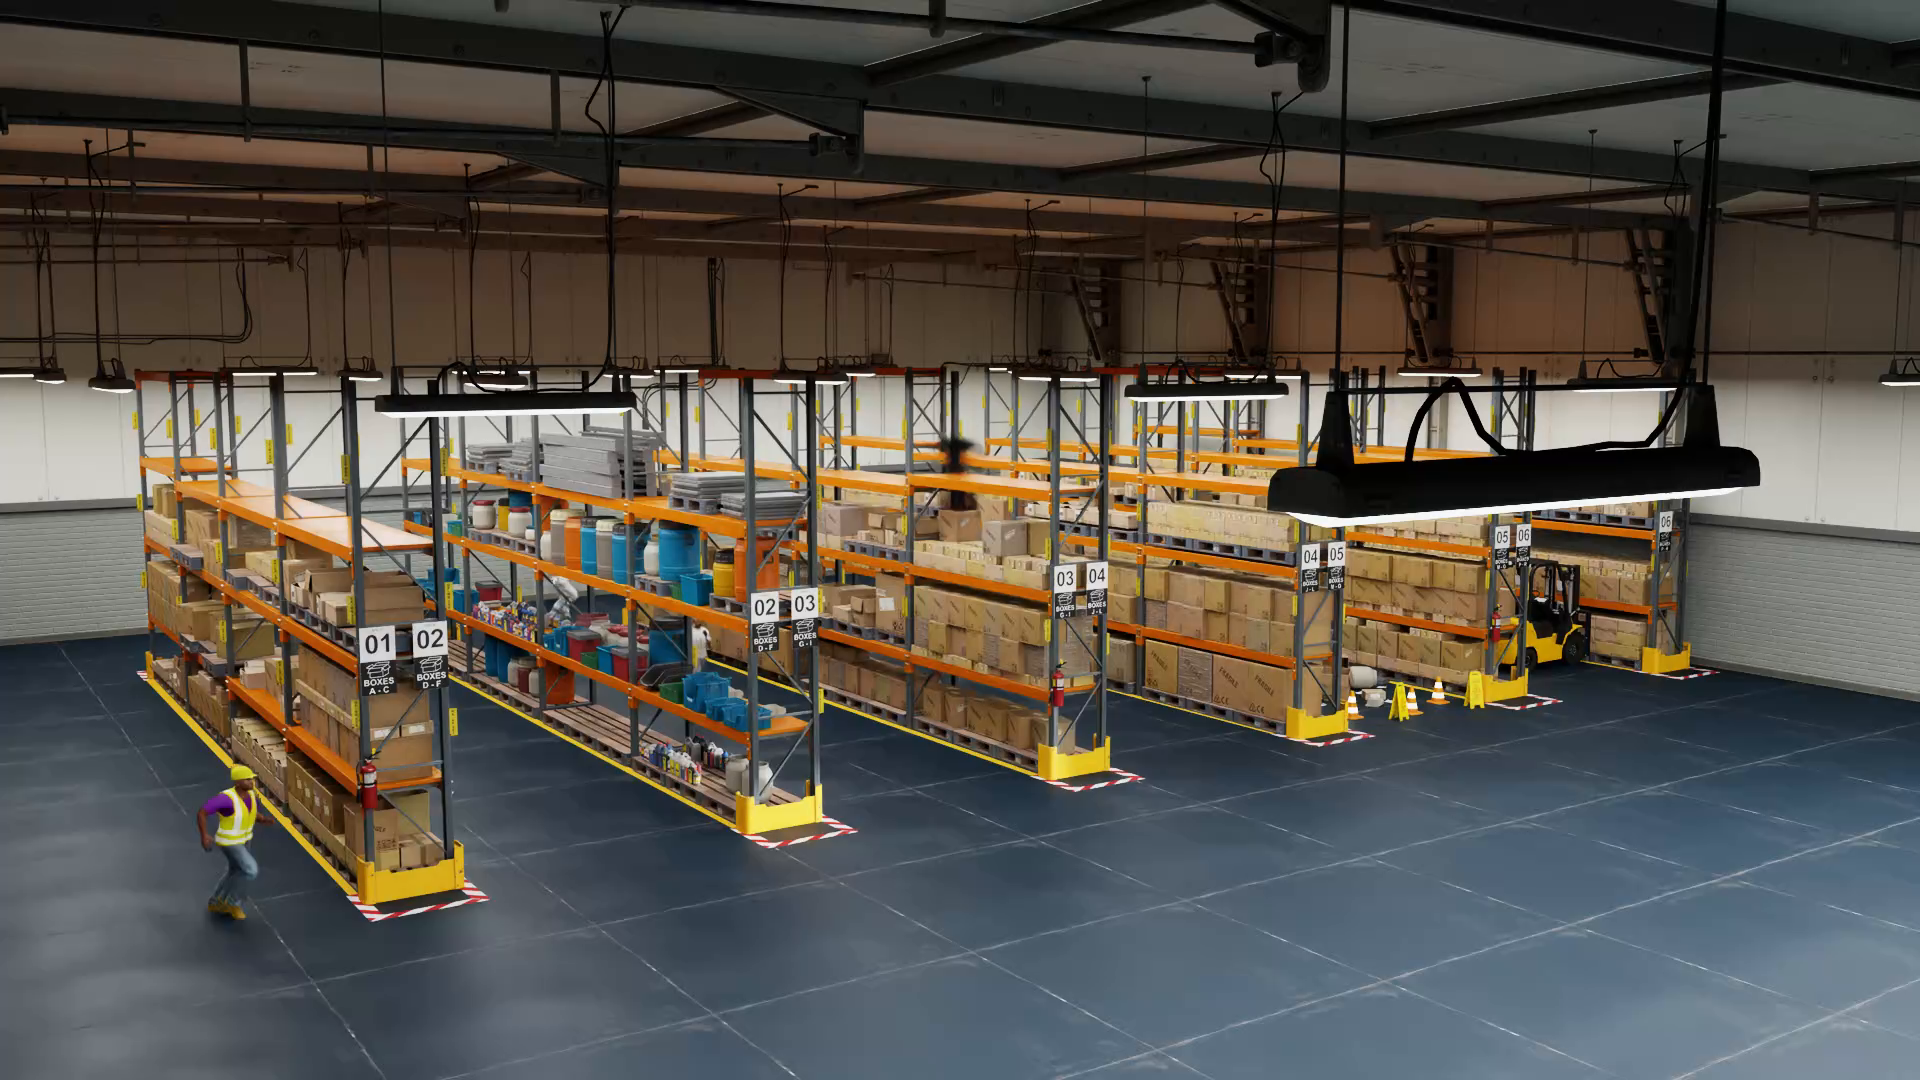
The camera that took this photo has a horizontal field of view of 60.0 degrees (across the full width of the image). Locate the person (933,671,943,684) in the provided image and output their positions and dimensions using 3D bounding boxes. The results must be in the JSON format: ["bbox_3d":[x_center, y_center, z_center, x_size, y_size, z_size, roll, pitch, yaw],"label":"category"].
[{"bbox_3d":[-0.311,1.954,31.599,0.563,1.617,0.674,-3,7,-26],"label":"person"}]

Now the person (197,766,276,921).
[{"bbox_3d":[-8.066,3.395,18.560,0.843,1.773,0.691,1,7,10],"label":"person"}]

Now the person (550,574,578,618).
[{"bbox_3d":[-9.311,1.031,39.481,0.982,1.653,0.718,1,7,8],"label":"person"}]

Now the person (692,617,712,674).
[{"bbox_3d":[-4.709,2.144,29.701,0.832,1.750,0.546,6,9,44],"label":"person"}]
